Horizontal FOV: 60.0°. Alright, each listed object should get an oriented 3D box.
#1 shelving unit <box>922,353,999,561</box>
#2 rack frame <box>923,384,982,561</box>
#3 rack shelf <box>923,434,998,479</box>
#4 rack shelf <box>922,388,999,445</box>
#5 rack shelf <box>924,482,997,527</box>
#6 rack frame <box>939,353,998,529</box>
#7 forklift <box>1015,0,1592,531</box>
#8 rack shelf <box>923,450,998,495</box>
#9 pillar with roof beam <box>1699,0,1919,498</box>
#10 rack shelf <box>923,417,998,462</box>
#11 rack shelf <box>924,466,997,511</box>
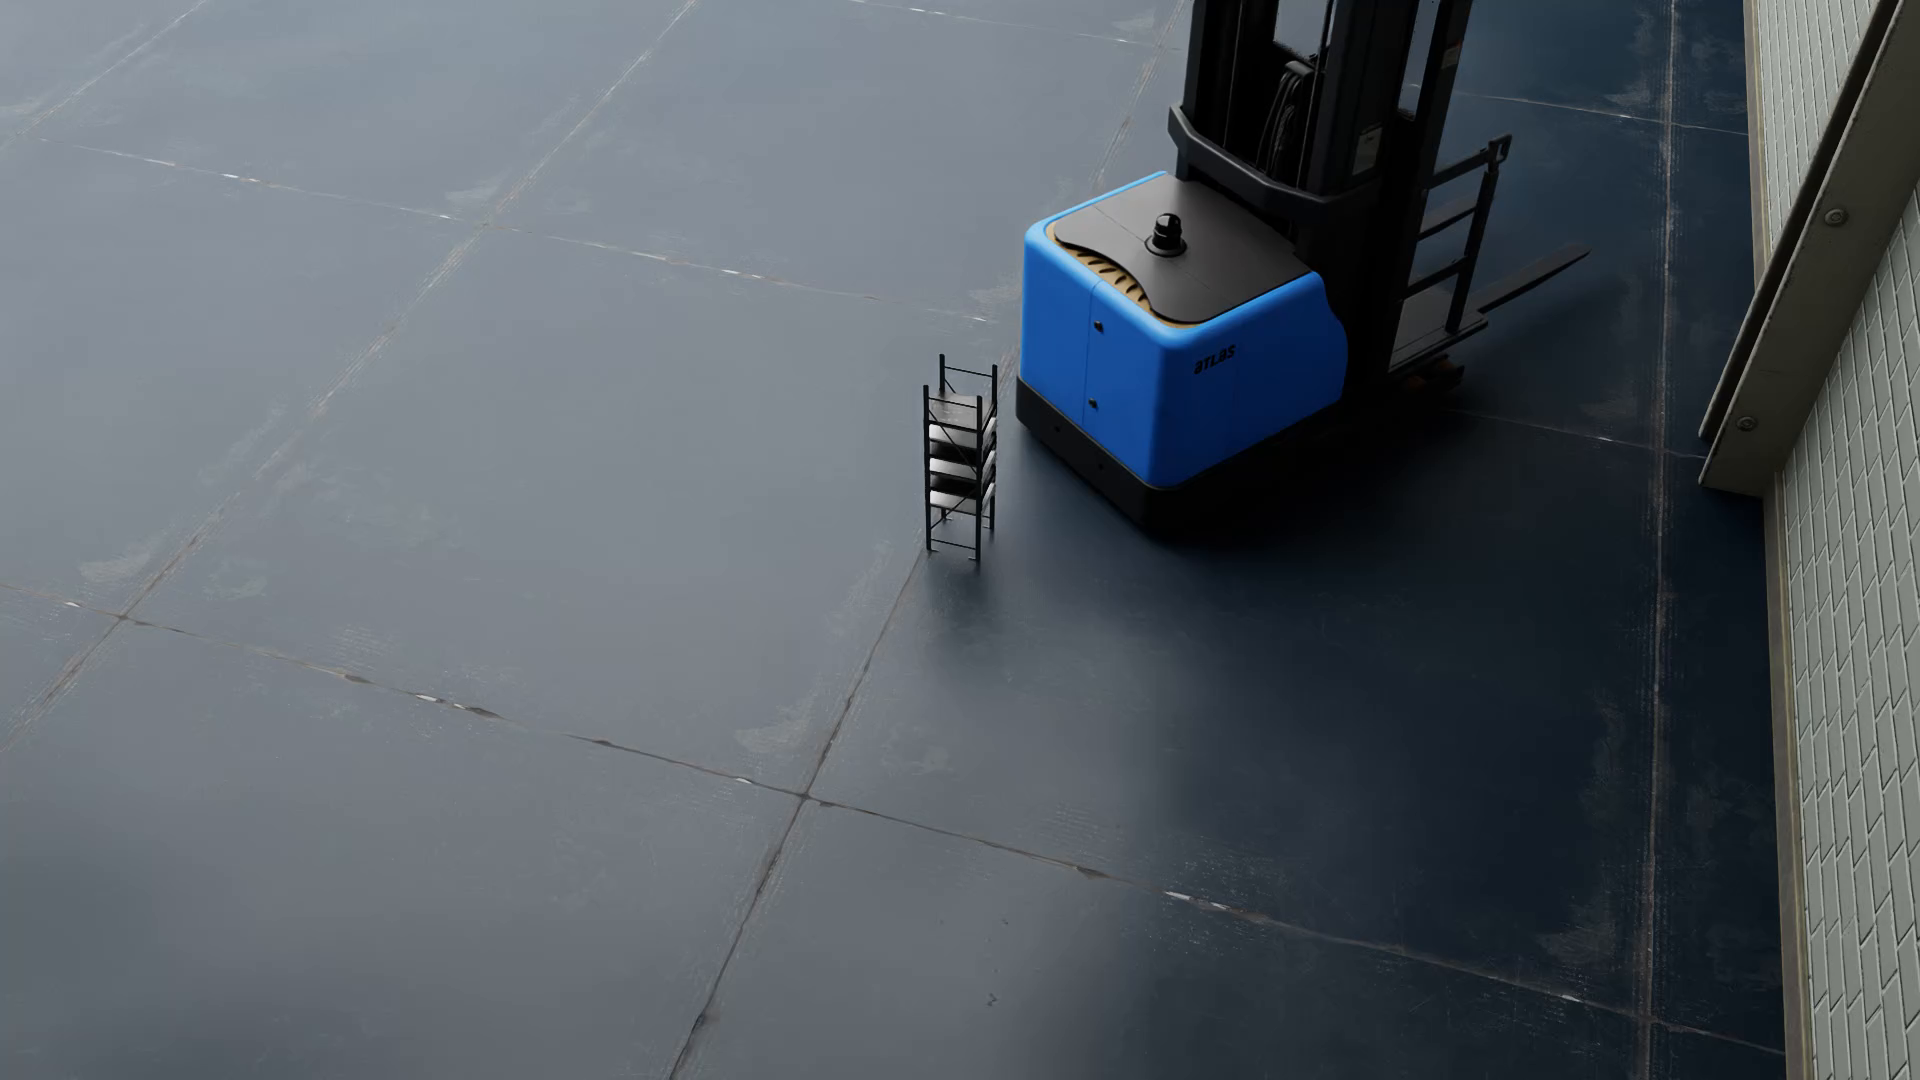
[{"bbox_3d":[0.002,-0.327,6.840,0.258,0.900,0.210,13,46,13],"label":"shelving unit"},{"bbox_3d":[-0.028,-0.259,6.771,0.240,0.900,0.006,13,46,13],"label":"rack frame"},{"bbox_3d":[0.002,-0.368,6.800,0.258,0.077,0.200,13,46,13],"label":"rack shelf"},{"bbox_3d":[0.002,-0.496,6.674,0.258,0.077,0.200,13,46,13],"label":"rack shelf"},{"bbox_3d":[0.002,-0.175,6.989,0.258,0.077,0.200,13,46,13],"label":"rack shelf"},{"bbox_3d":[0.033,-0.395,6.909,0.240,0.900,0.006,13,46,13],"label":"rack frame"},{"bbox_3d":[1.746,-1.921,7.017,3.031,2.935,1.130,-27,50,-25],"label":"forklift"},{"bbox_3d":[0.002,-0.303,6.863,0.258,0.077,0.200,13,46,13],"label":"rack shelf"},{"bbox_3d":[-0.608,-4.472,5.285,9.100,9.000,0.400,13,46,13],"label":"pillar with roof beam"},{"bbox_3d":[0.002,-0.432,6.737,0.258,0.077,0.200,13,46,13],"label":"rack shelf"},{"bbox_3d":[0.002,-0.239,6.926,0.258,0.077,0.200,13,46,13],"label":"rack shelf"}]
